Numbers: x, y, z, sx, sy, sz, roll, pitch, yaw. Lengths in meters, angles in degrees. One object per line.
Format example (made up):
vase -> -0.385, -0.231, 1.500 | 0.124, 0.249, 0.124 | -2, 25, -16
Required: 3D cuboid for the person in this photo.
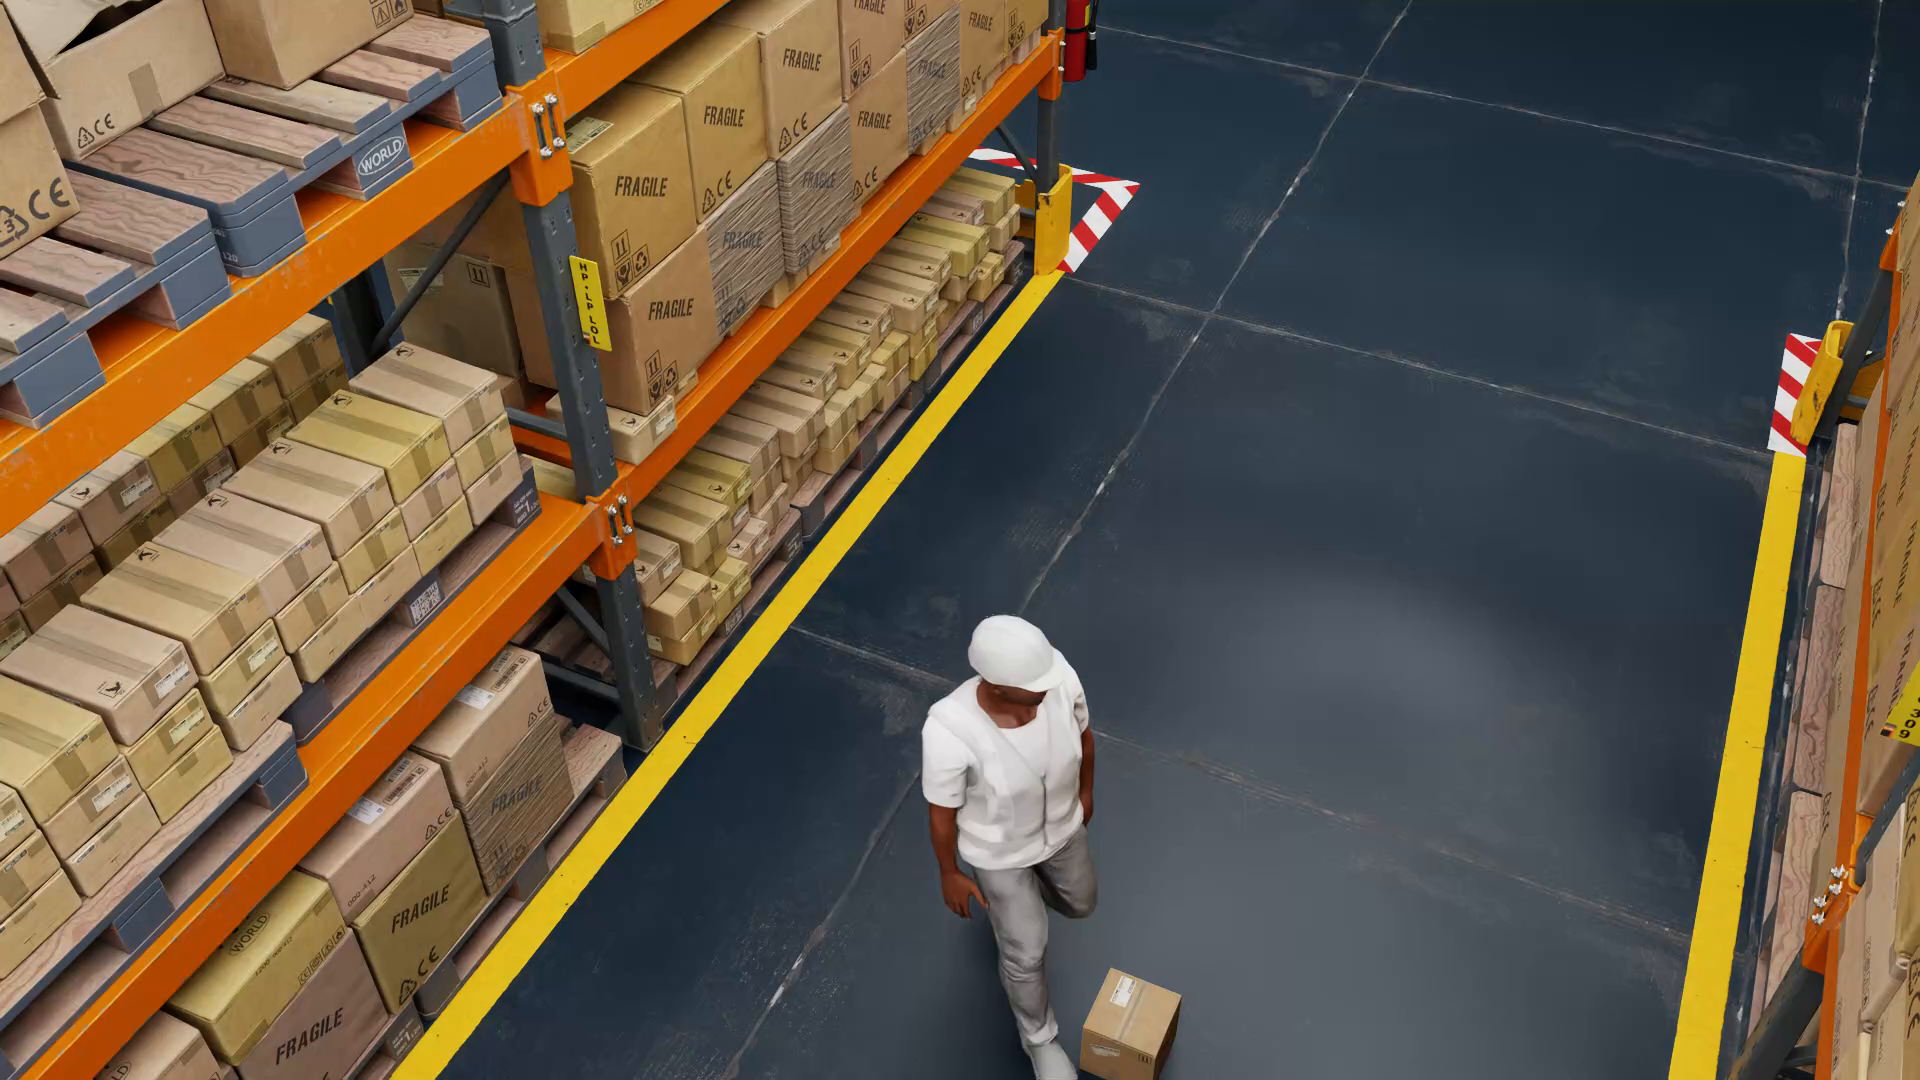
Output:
person -> 0.213, 0.920, 5.132 | 0.598, 1.740, 0.831 | -26, 48, -26
